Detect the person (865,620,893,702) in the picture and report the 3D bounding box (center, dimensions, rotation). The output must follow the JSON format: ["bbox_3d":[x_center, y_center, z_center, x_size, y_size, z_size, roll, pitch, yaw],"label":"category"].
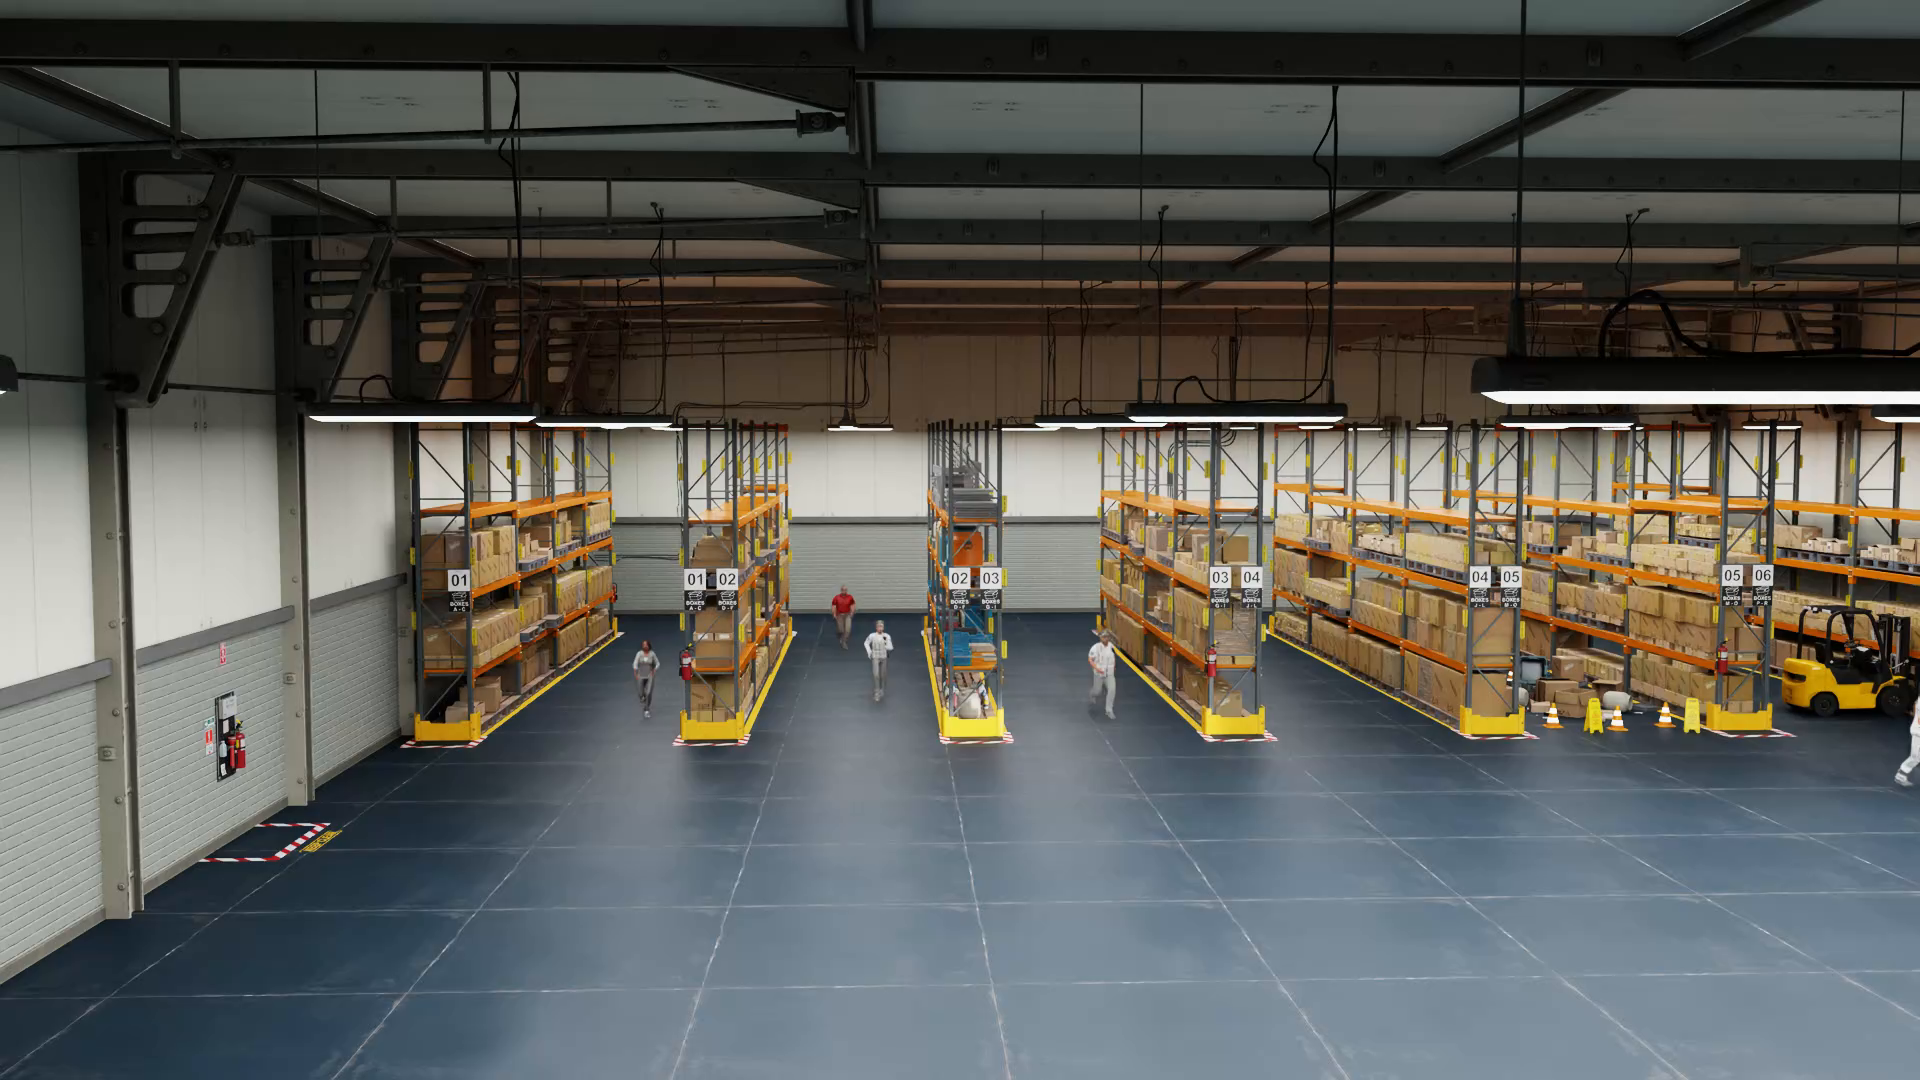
[{"bbox_3d":[-1.739,2.591,35.818,0.595,1.754,0.623,-1,4,-8],"label":"person"}]

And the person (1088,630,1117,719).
[{"bbox_3d":[2.908,2.706,33.833,0.642,1.783,1.028,-1,4,-14],"label":"person"}]

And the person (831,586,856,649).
[{"bbox_3d":[-3.109,2.052,44.448,0.655,1.680,0.633,-1,4,-12],"label":"person"}]

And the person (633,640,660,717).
[{"bbox_3d":[-6.366,2.797,33.769,0.543,1.535,0.574,0,4,-5],"label":"person"}]

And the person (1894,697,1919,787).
[{"bbox_3d":[15.413,3.124,26.574,0.818,1.760,0.695,4,5,44],"label":"person"}]
